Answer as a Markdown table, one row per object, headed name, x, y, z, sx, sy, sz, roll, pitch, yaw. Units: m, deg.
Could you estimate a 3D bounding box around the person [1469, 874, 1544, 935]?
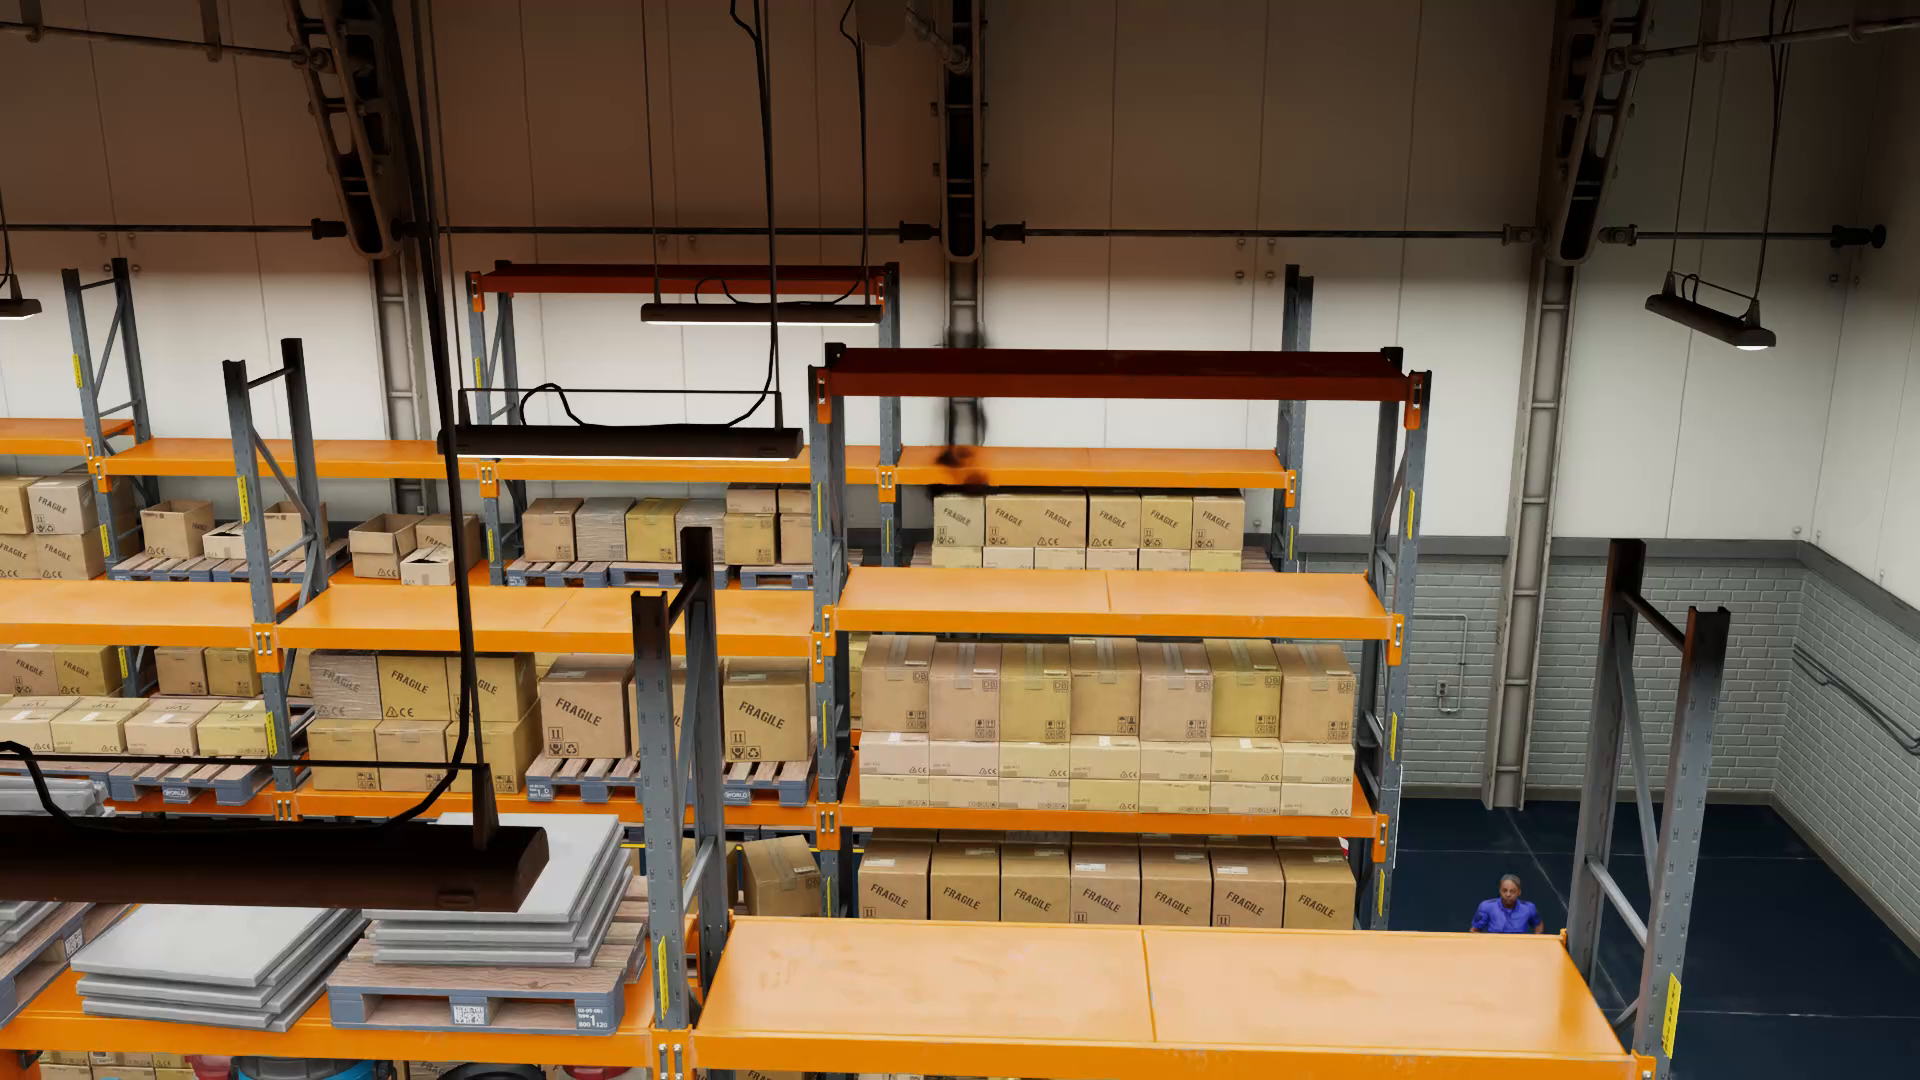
| name | x | y | z | sx | sy | sz | roll | pitch | yaw |
| --- | --- | --- | --- | --- | --- | --- | --- | --- | --- |
| person | 4.480 | 3.483 | 13.714 | 0.589 | 1.657 | 0.860 | 4 | 17 | 13 |
